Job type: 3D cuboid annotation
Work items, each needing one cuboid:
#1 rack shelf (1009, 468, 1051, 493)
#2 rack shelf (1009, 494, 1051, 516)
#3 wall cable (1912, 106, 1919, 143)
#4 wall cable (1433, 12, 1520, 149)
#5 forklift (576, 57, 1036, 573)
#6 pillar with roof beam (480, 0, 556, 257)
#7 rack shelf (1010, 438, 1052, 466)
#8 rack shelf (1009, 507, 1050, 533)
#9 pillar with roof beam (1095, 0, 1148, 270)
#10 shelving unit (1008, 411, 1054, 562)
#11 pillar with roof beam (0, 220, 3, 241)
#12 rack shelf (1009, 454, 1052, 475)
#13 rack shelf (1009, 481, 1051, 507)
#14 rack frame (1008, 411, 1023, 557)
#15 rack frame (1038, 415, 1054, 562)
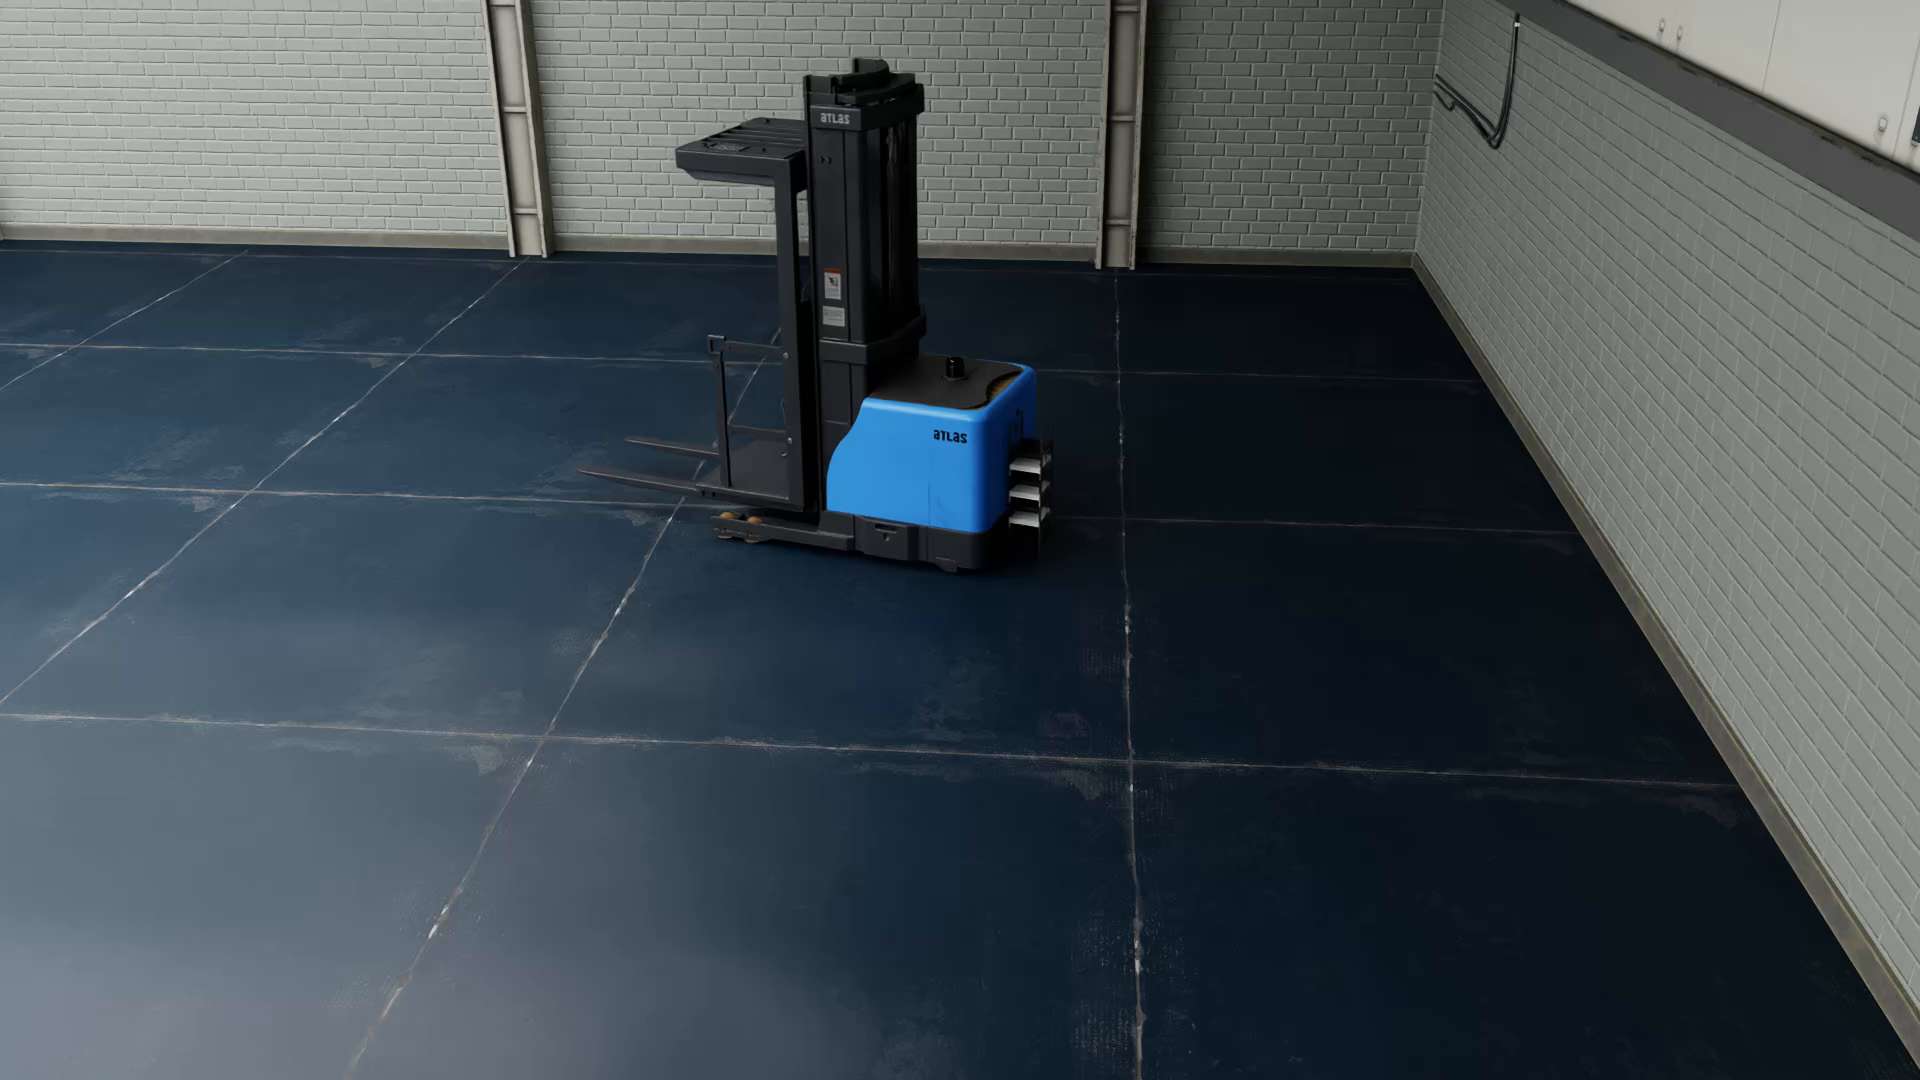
[{"bbox_3d":[0.443,-0.385,10.374,0.200,0.077,0.258,9,26,19],"label":"rack shelf"},{"bbox_3d":[0.443,-0.221,10.450,0.200,0.077,0.258,9,26,19],"label":"rack shelf"},{"bbox_3d":[3.662,-3.807,4.190,0.169,6.003,2.305,2,25,4],"label":"wall cable"},{"bbox_3d":[4.404,-4.808,14.148,0.112,2.526,3.097,2,25,4],"label":"wall cable"},{"bbox_3d":[-1.070,-1.504,10.513,3.031,2.935,1.130,9,26,19],"label":"forklift"},{"bbox_3d":[-4.744,-5.261,11.419,0.400,9.000,9.100,2,25,4],"label":"pillar with roof beam"},{"bbox_3d":[0.443,-0.548,10.299,0.200,0.077,0.258,9,26,19],"label":"rack shelf"},{"bbox_3d":[0.443,-0.140,10.487,0.200,0.077,0.258,9,26,19],"label":"rack shelf"},{"bbox_3d":[1.239,-5.069,11.002,0.400,9.000,9.100,2,25,4],"label":"pillar with roof beam"},{"bbox_3d":[0.443,-0.333,10.398,0.210,0.900,0.258,9,26,19],"label":"shelving unit"},{"bbox_3d":[-10.726,-5.453,11.836,0.400,9.000,9.100,2,25,4],"label":"pillar with roof beam"},{"bbox_3d":[0.443,-0.467,10.337,0.200,0.077,0.258,9,26,19],"label":"rack shelf"},{"bbox_3d":[0.443,-0.303,10.412,0.200,0.077,0.258,9,26,19],"label":"rack shelf"},{"bbox_3d":[0.349,-0.349,10.431,0.006,0.900,0.240,9,26,19],"label":"rack frame"},{"bbox_3d":[0.538,-0.318,10.365,0.006,0.900,0.240,9,26,19],"label":"rack frame"}]
